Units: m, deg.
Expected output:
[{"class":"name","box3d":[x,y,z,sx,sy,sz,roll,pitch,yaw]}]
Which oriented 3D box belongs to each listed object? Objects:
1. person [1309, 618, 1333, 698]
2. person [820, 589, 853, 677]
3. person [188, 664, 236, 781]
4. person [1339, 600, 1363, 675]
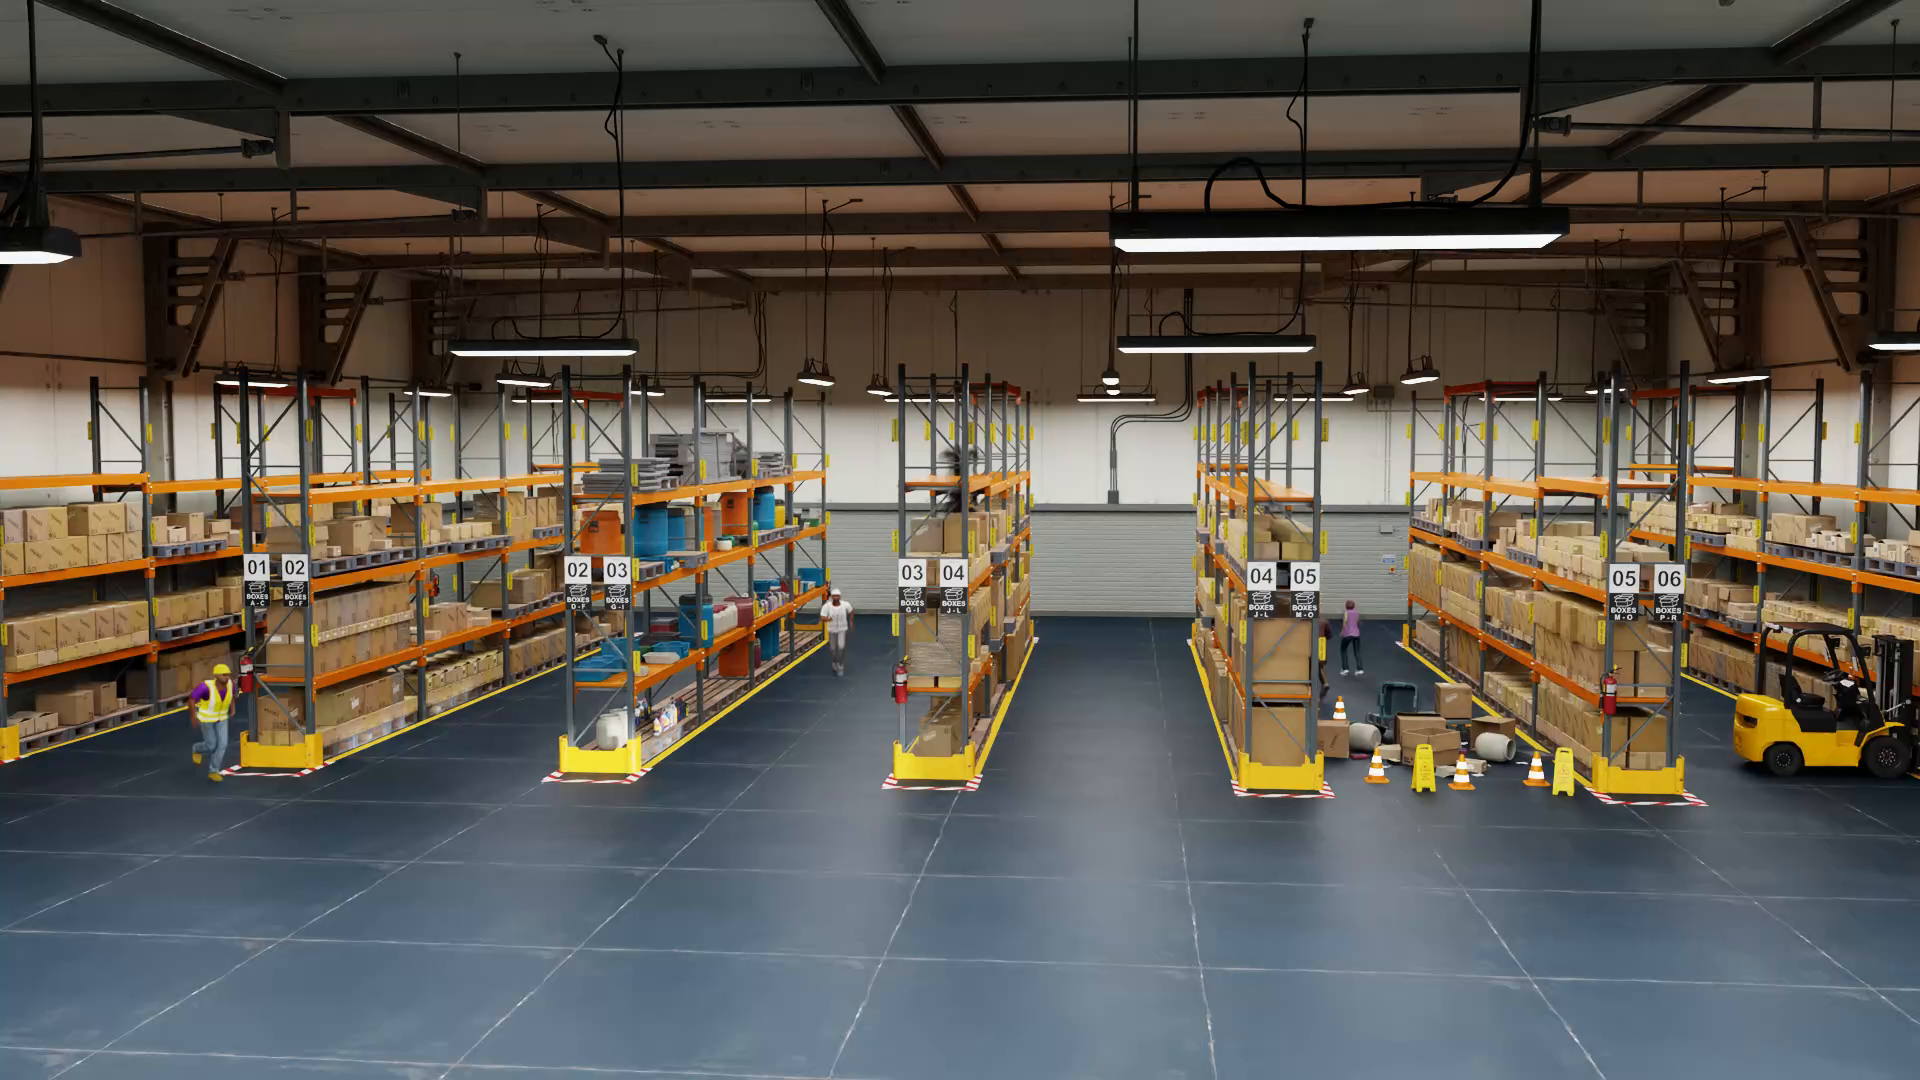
[{"class":"person","box3d":[6.760,2.118,31.443,0.697,1.741,0.941,0,4,-6]},{"class":"person","box3d":[-2.549,1.914,34.395,0.666,1.824,0.852,0,4,0]},{"class":"person","box3d":[-10.860,2.628,24.139,0.874,1.695,0.704,2,4,32]},{"class":"person","box3d":[8.061,2.026,34.233,0.533,1.567,0.905,-1,4,-9]}]
